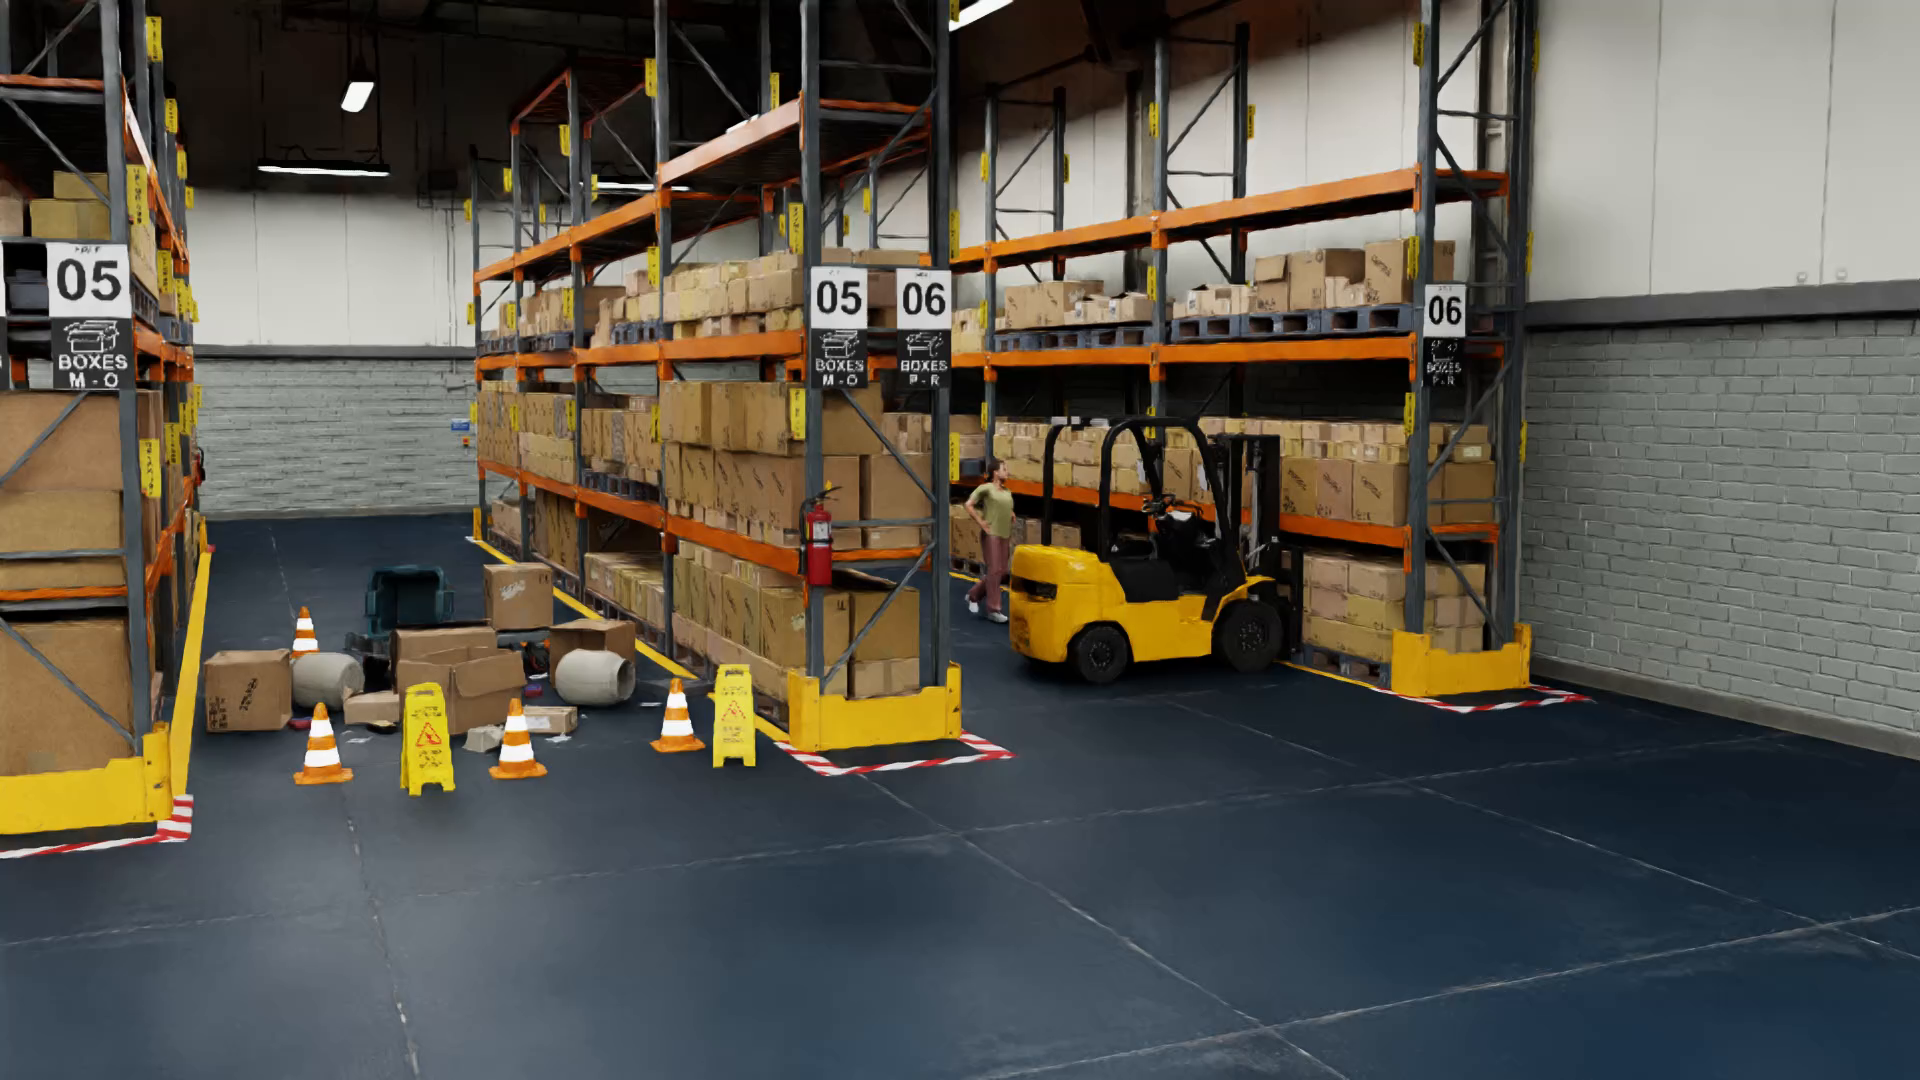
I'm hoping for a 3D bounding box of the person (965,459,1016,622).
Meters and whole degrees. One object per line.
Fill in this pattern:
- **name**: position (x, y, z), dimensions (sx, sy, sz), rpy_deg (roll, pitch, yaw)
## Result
- **person**: position (0.409, -0.019, 17.222), dimensions (0.597, 1.635, 0.745), rpy_deg (-5, 7, -43)
